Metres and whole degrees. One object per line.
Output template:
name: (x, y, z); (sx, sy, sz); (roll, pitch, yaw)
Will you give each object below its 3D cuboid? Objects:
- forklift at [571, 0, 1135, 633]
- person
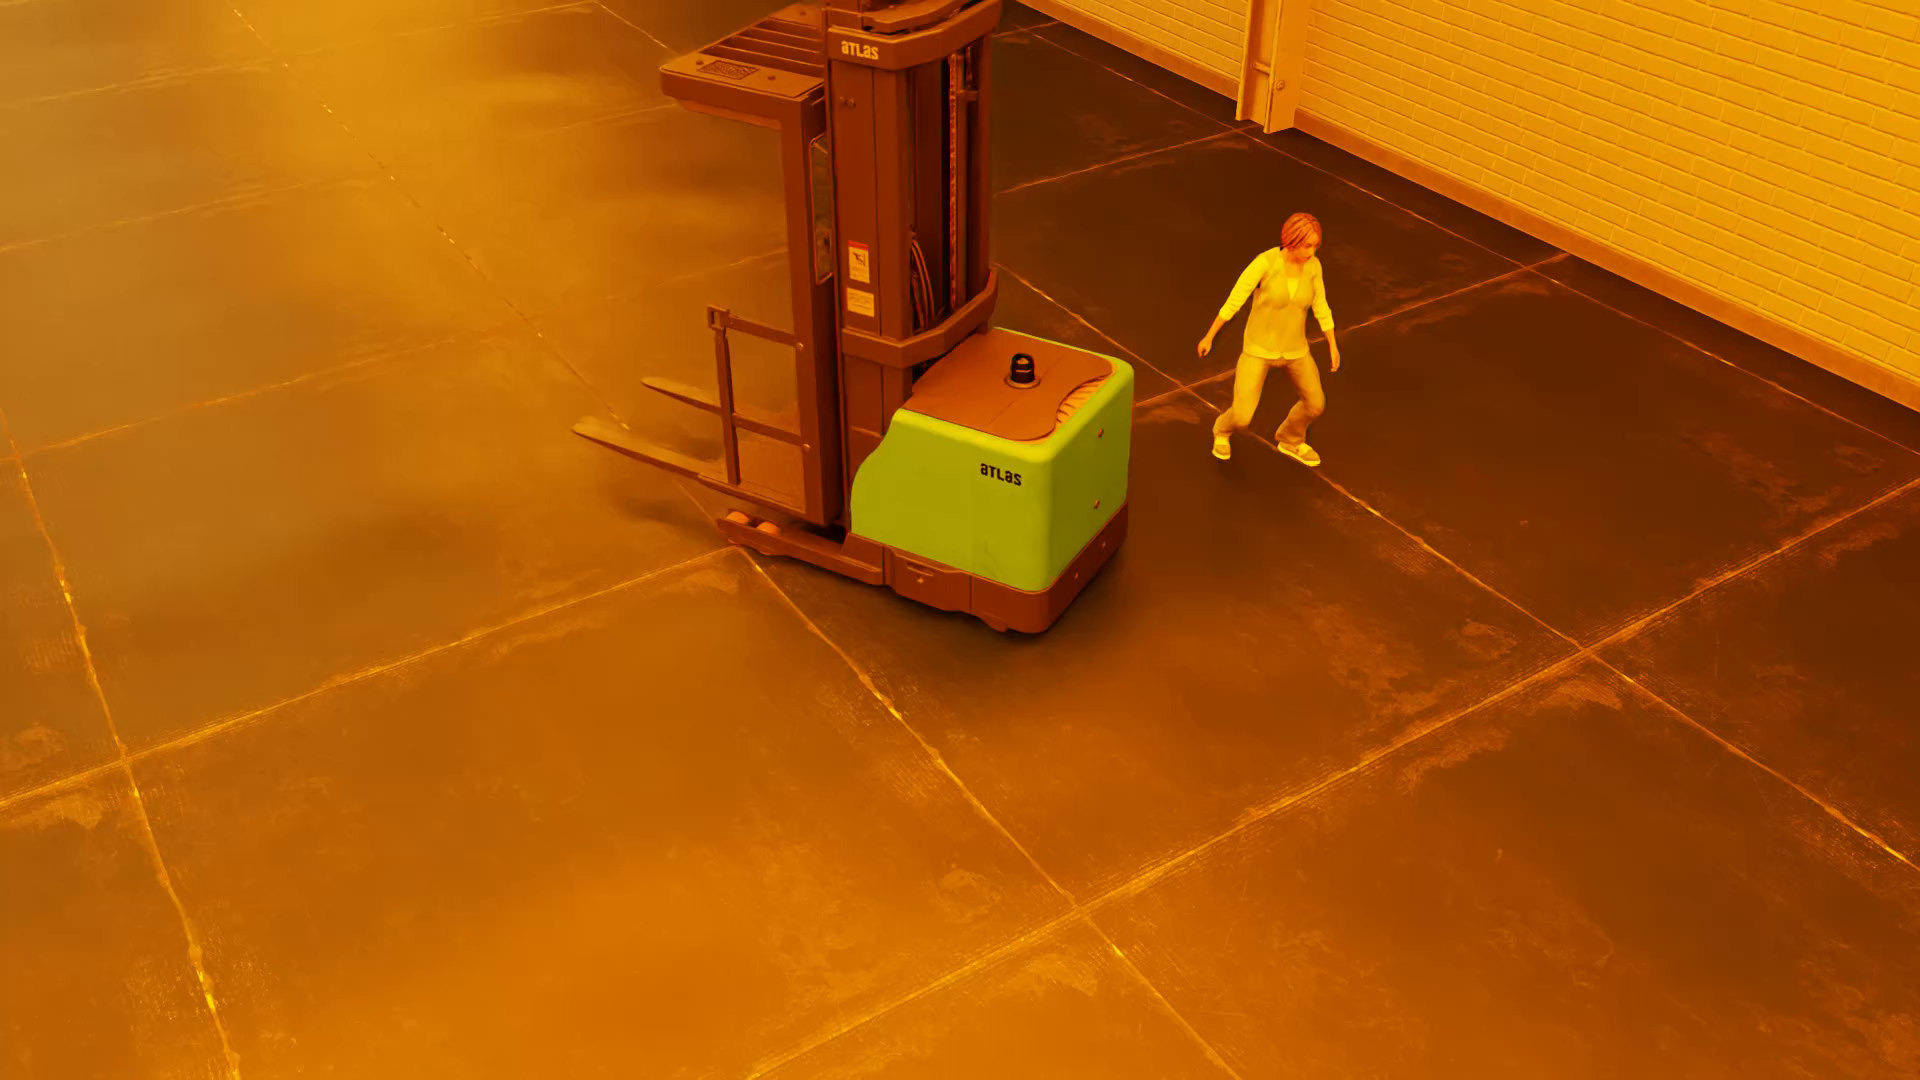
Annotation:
forklift: (-0.674, -1.366, 8.091); (3.031, 2.935, 1.130); (18, 39, 24)
person: (1.655, -1.035, 8.867); (0.751, 1.513, 0.449); (-4, 35, -6)
